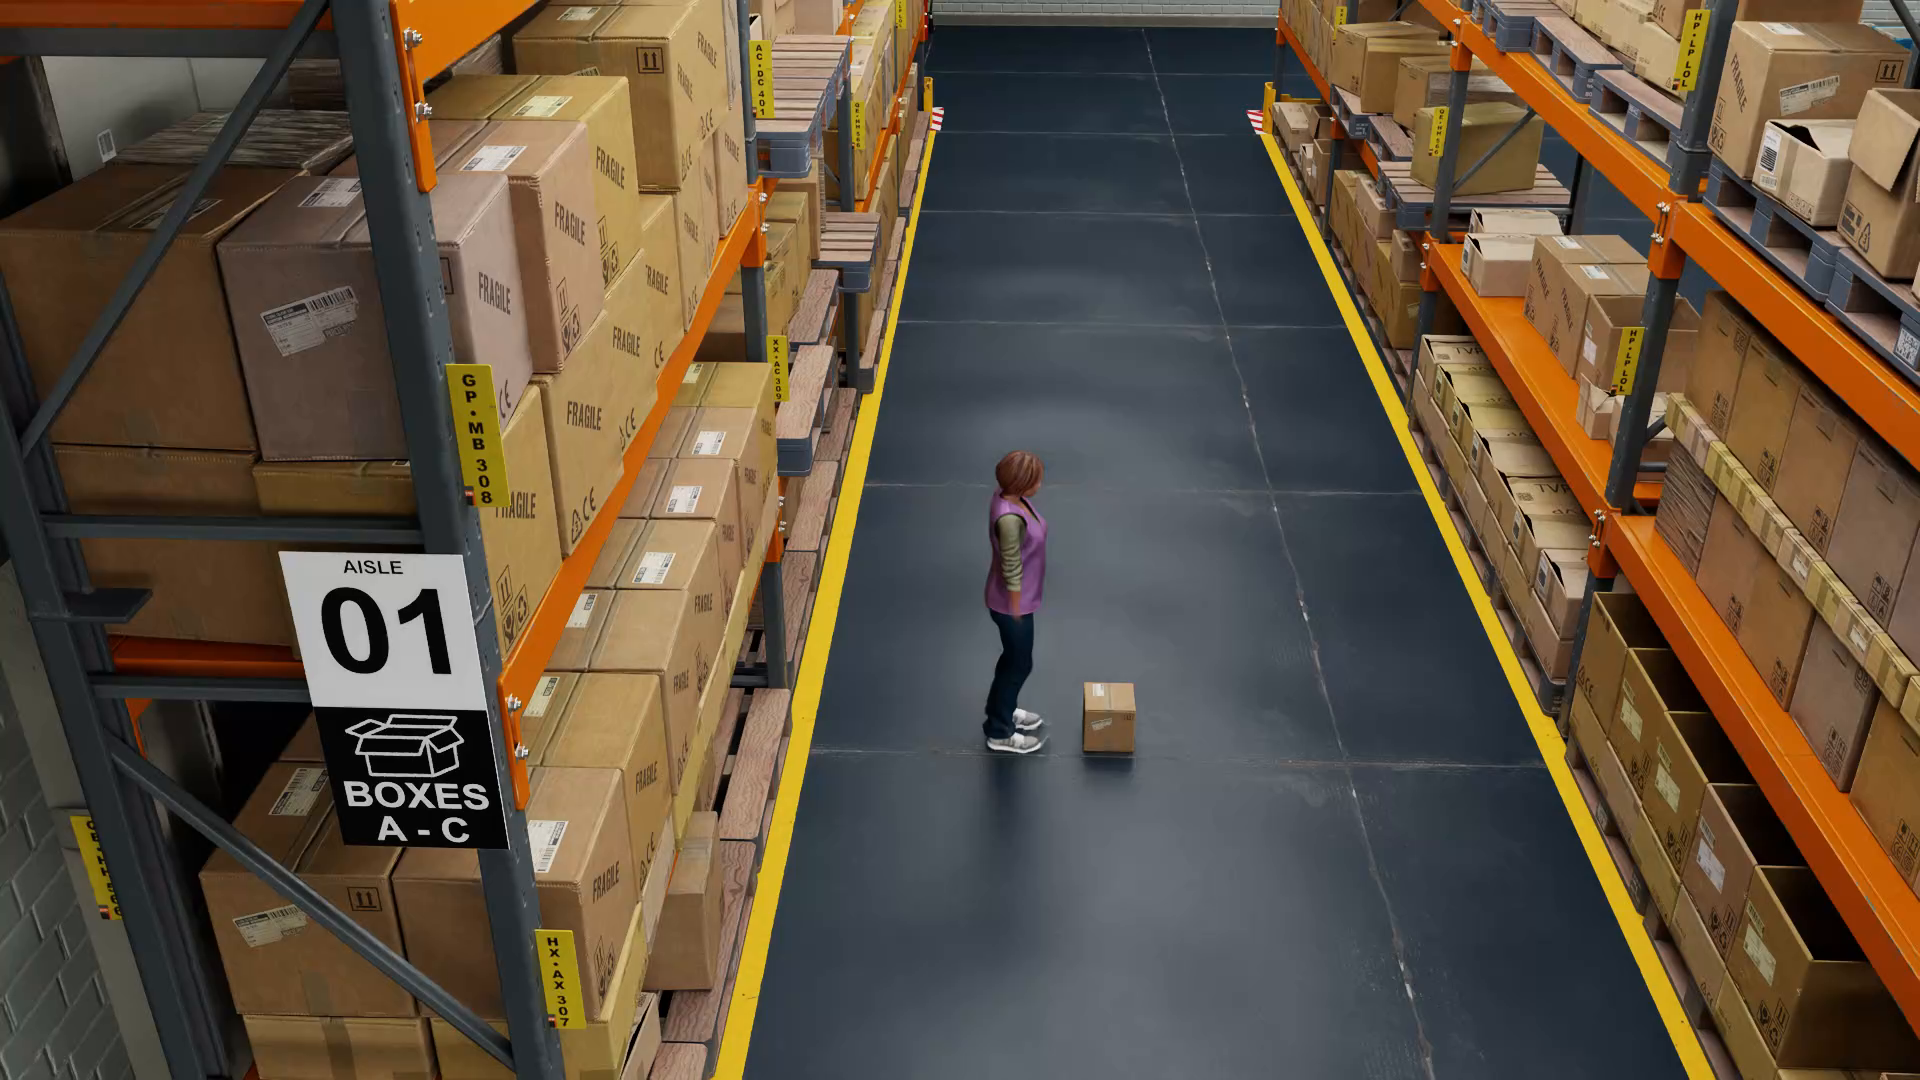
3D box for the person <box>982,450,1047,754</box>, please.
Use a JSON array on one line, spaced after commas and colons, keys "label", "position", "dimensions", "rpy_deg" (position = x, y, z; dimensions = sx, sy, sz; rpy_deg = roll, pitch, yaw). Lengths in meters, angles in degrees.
[{"label": "person", "position": [0.268, 0.287, 8.109], "dimensions": [0.299, 1.594, 0.407], "rpy_deg": [2, 28, 3]}]
